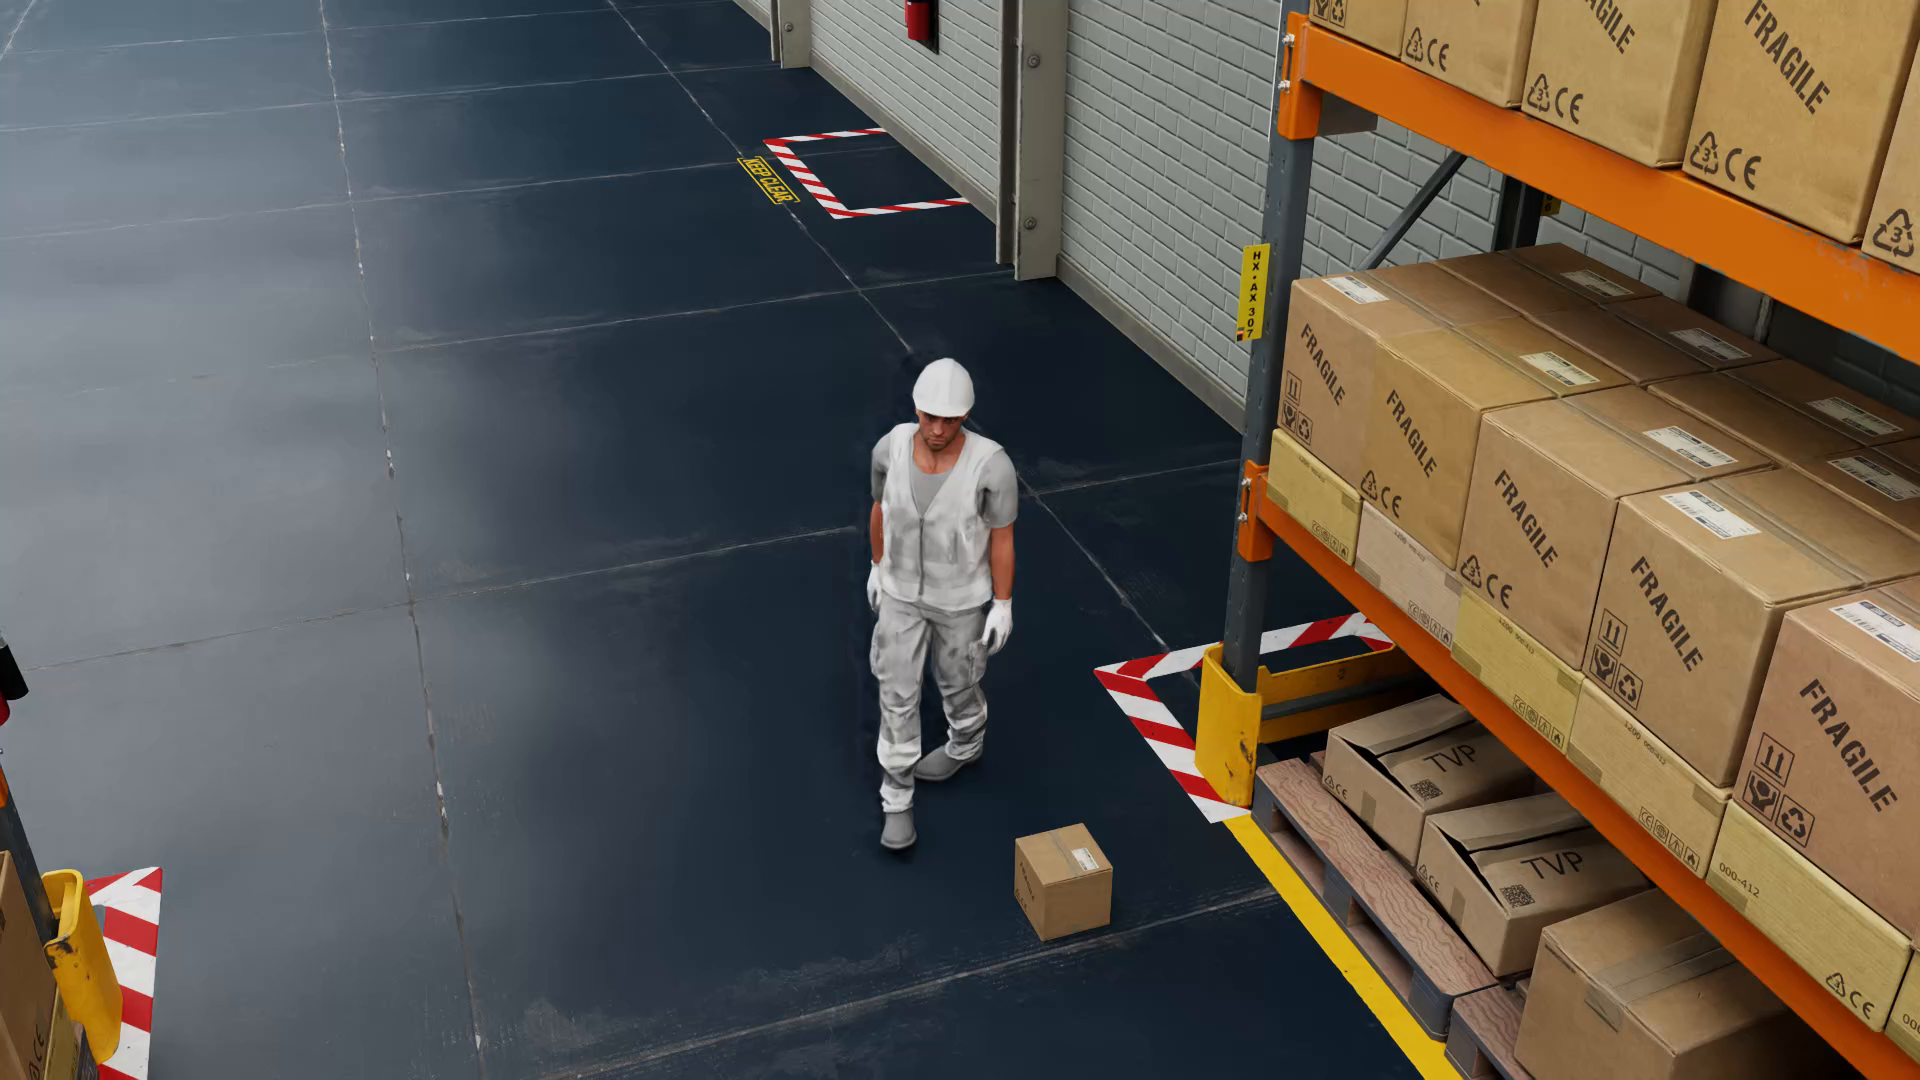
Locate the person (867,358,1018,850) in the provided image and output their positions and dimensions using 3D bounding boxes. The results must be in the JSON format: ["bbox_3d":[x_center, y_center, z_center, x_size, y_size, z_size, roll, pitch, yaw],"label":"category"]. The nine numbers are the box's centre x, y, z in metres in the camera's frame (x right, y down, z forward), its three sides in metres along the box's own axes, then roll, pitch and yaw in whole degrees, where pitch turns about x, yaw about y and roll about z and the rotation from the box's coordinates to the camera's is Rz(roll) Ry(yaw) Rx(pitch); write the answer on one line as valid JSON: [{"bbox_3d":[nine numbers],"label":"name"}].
[{"bbox_3d":[-0.103,0.217,5.722,0.564,1.781,0.723,9,31,15],"label":"person"}]
